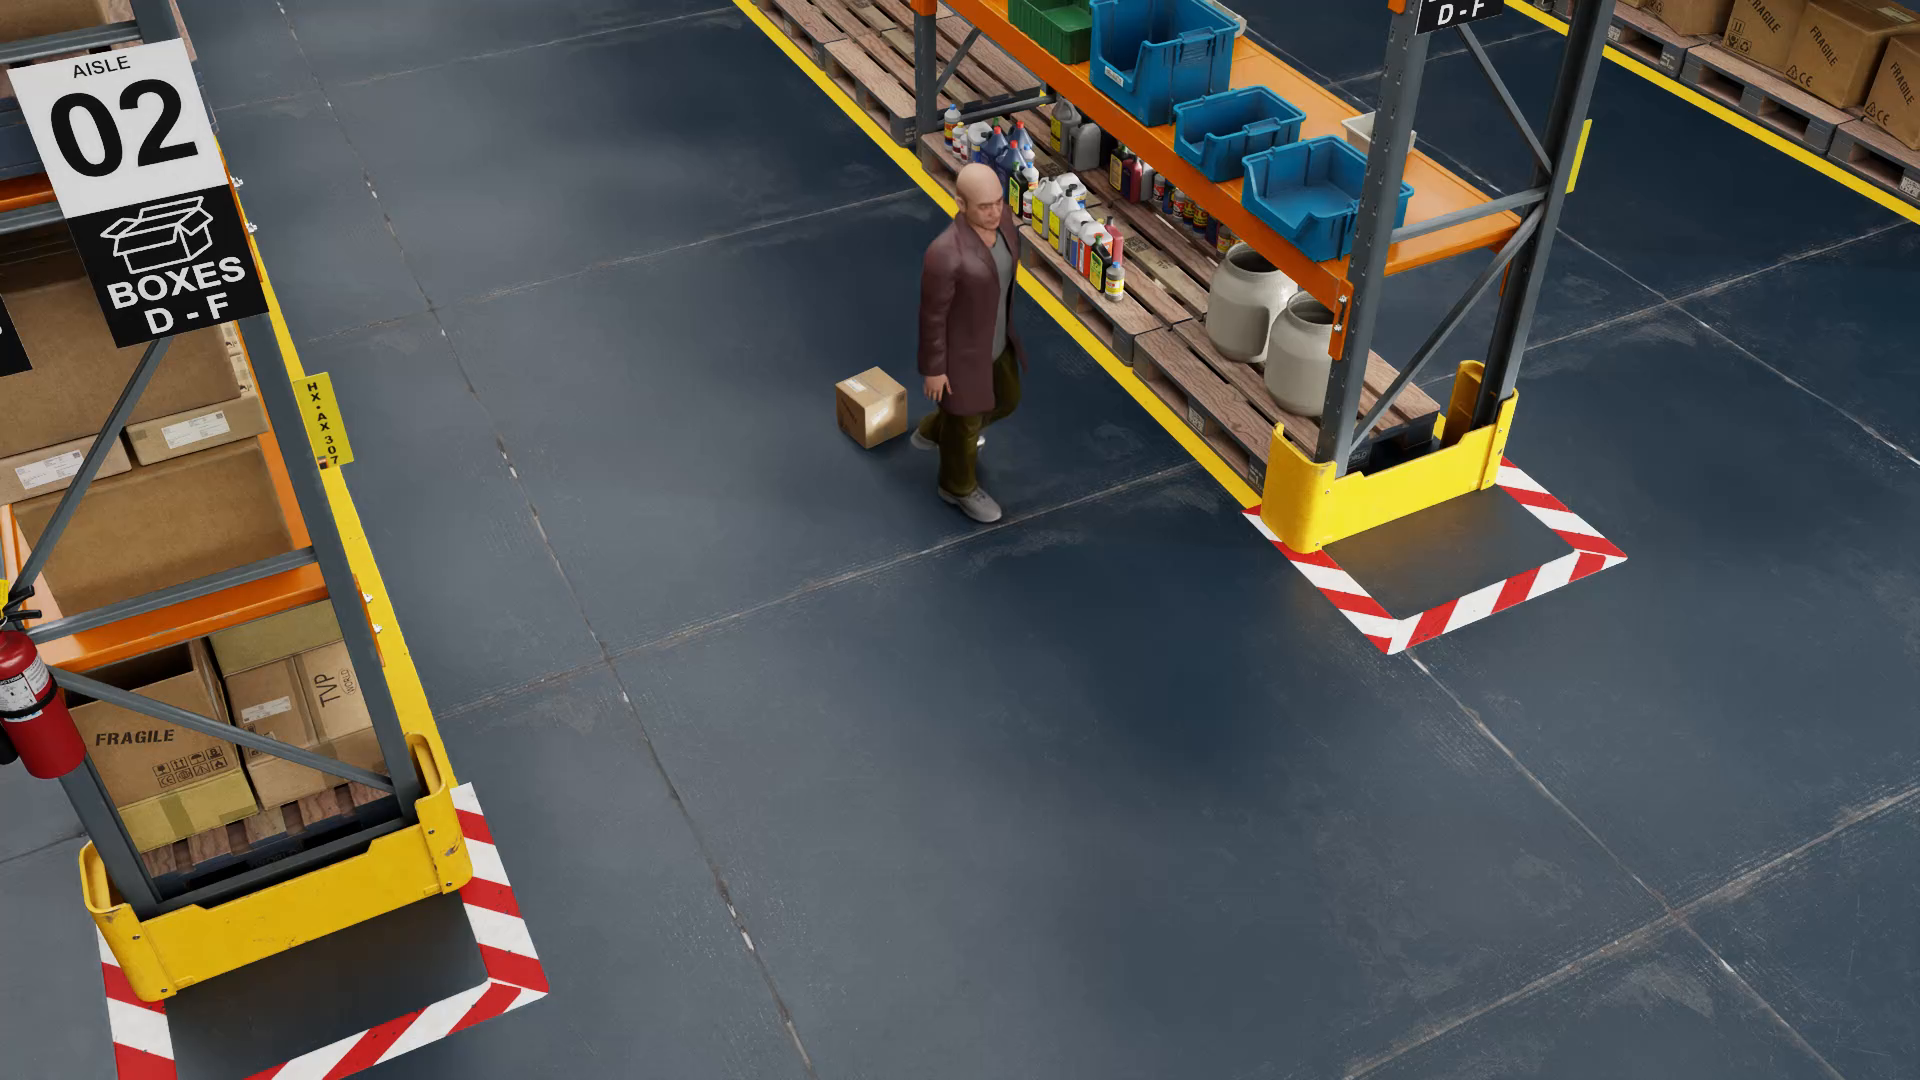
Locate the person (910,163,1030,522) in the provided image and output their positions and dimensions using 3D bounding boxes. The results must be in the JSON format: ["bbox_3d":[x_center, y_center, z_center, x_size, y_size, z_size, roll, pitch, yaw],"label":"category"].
[{"bbox_3d":[-0.020,-0.873,7.177,0.574,1.773,0.628,23,46,25],"label":"person"}]
